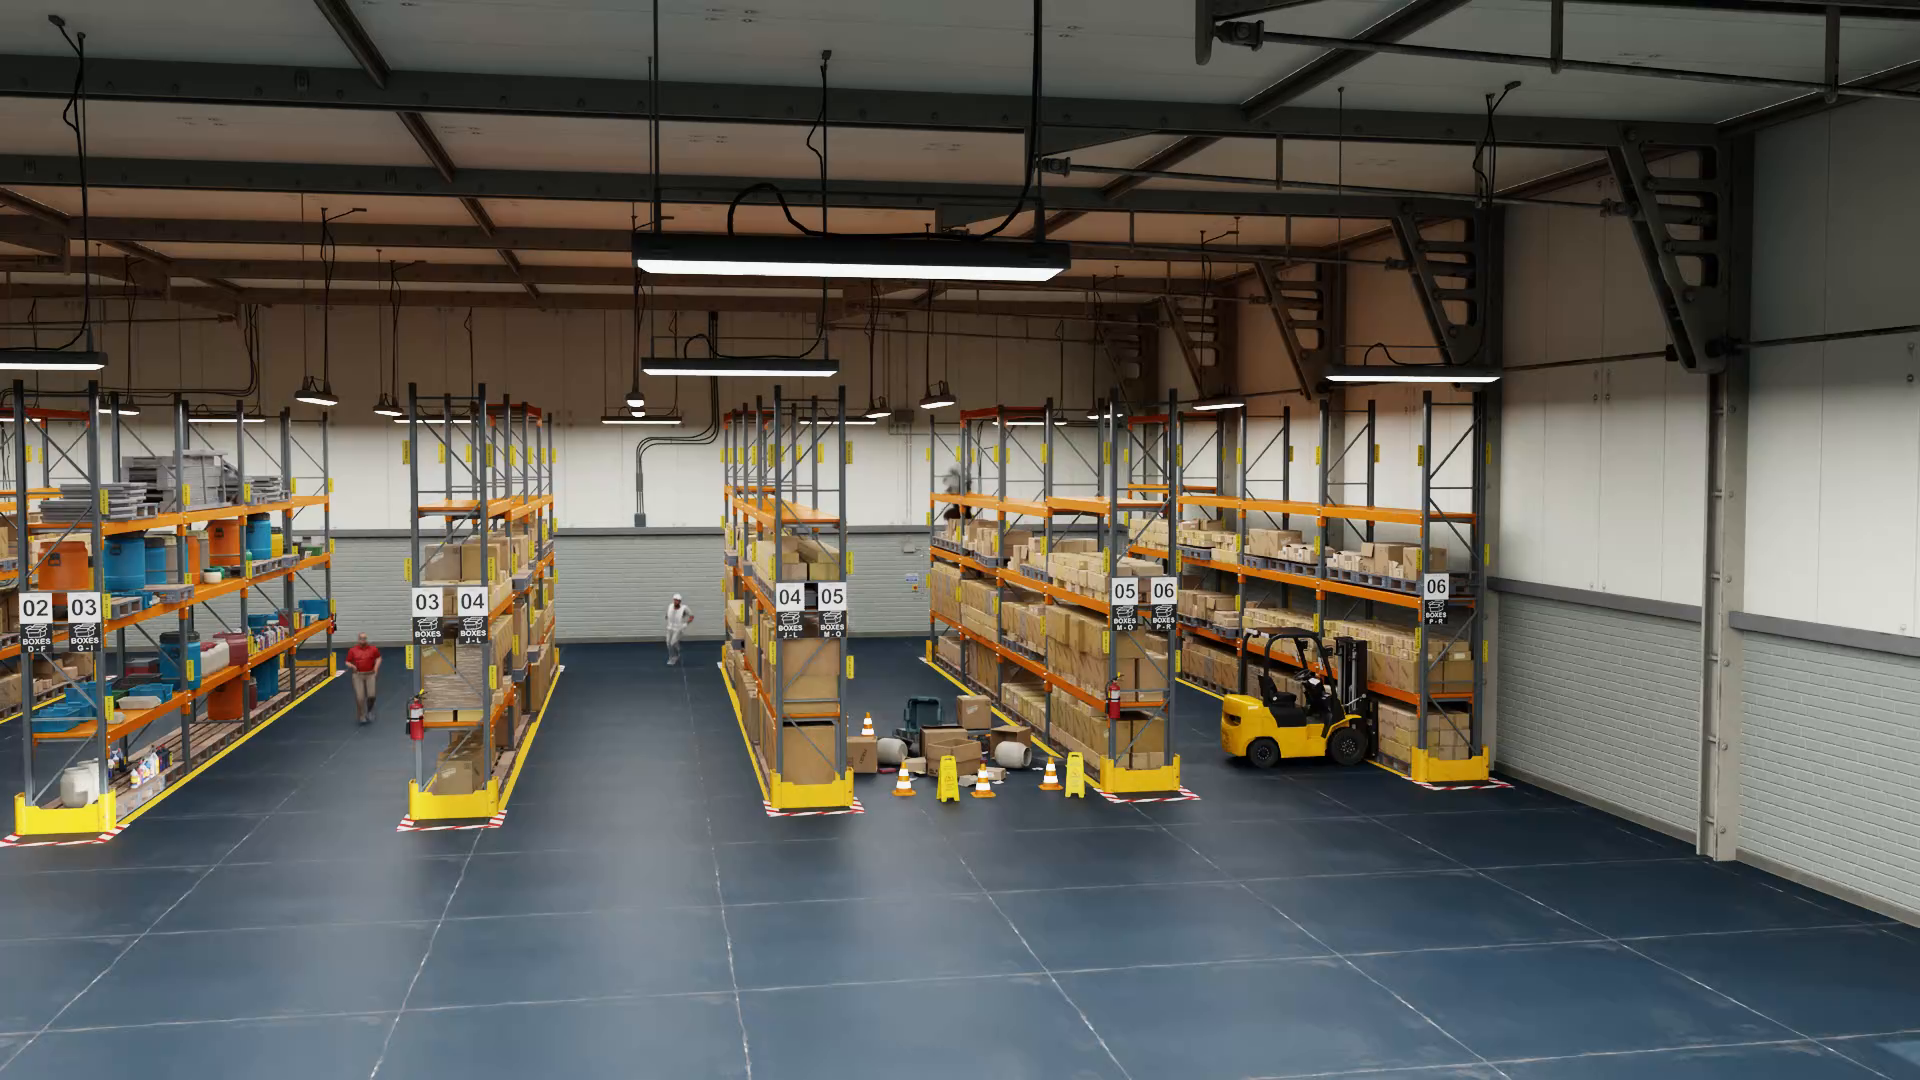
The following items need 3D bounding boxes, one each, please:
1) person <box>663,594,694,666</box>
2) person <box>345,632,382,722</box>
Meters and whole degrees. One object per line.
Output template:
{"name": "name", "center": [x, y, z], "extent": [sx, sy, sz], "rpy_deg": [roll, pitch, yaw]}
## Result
{"name": "person", "center": [-6.754, 2.145, 39.526], "extent": [0.675, 1.732, 0.655], "rpy_deg": [1, 3, 27]}
{"name": "person", "center": [-11.123, 2.578, 31.060], "extent": [0.650, 1.688, 0.602], "rpy_deg": [-1, 3, -23]}
